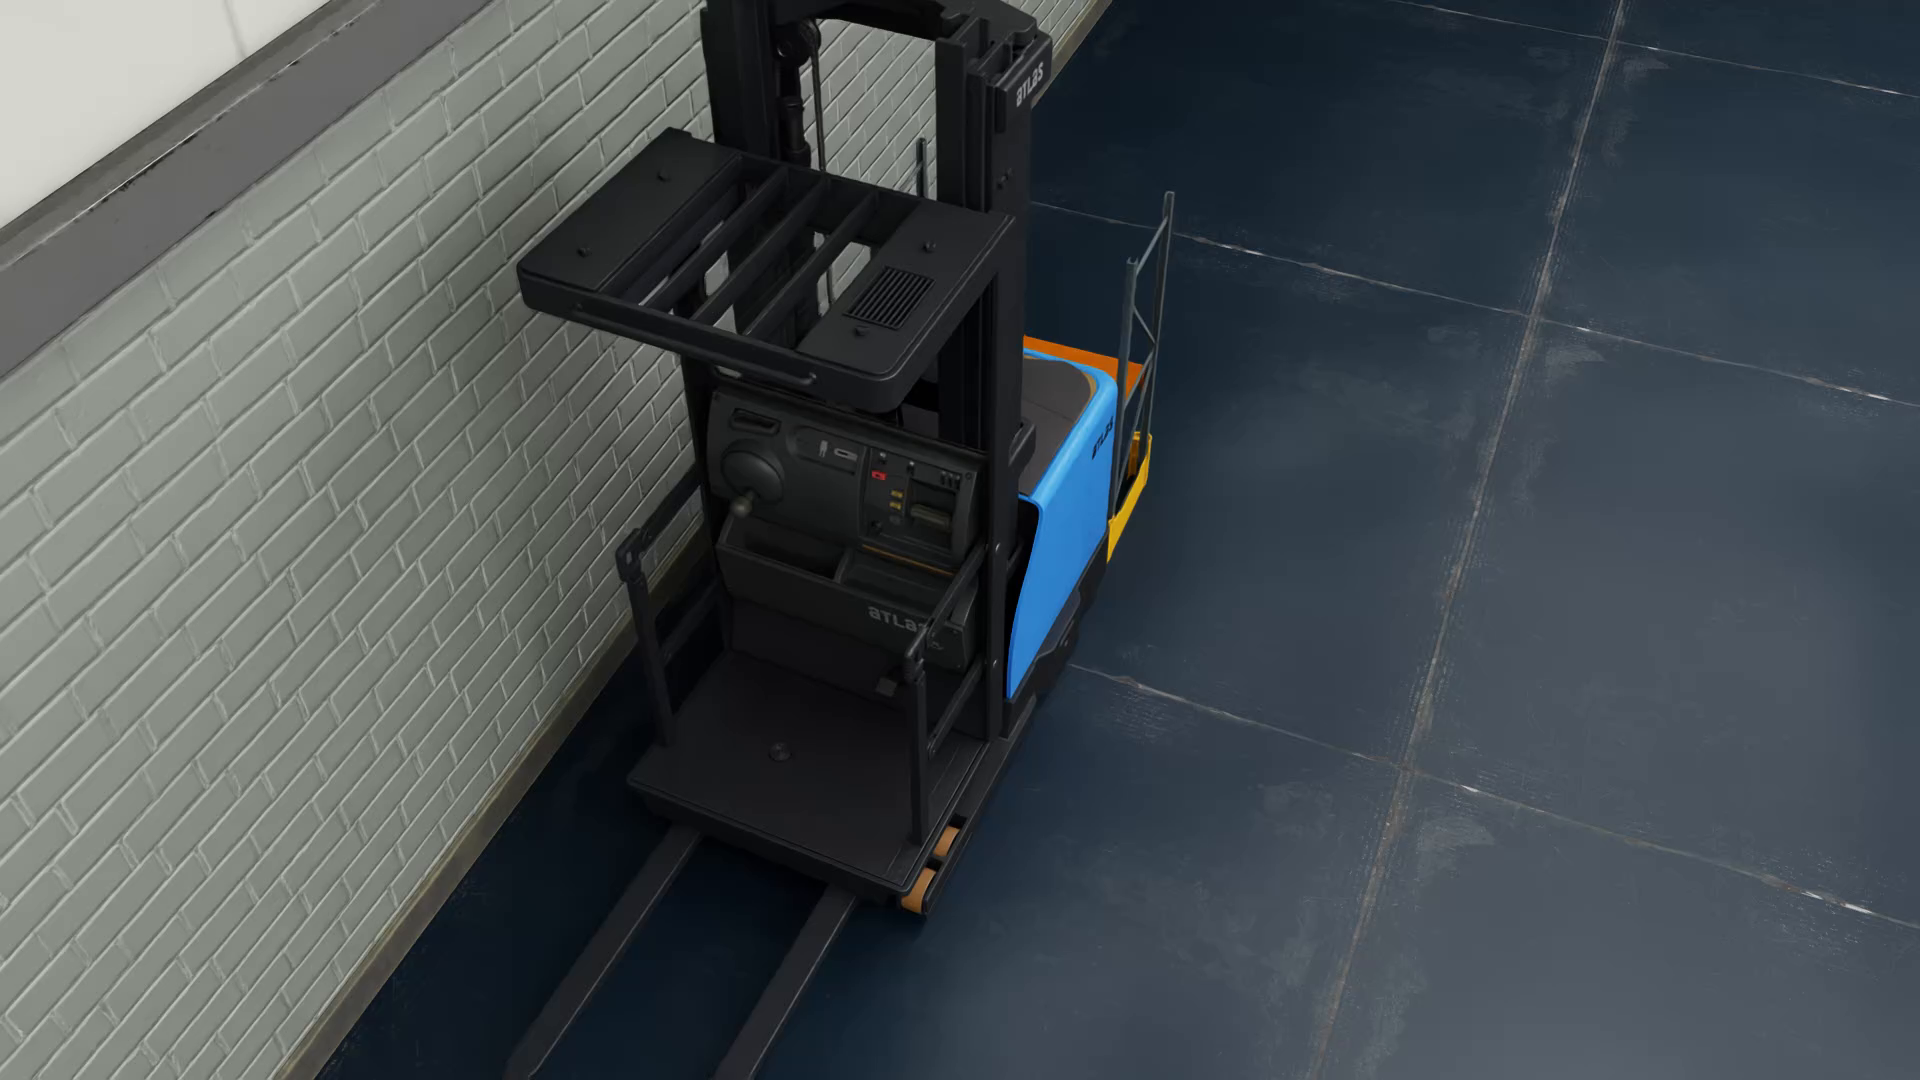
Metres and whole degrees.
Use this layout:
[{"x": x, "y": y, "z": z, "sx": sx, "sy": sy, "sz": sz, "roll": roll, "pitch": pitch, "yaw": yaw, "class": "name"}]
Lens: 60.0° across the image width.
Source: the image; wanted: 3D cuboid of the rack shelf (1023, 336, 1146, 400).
[{"x": 0.233, "y": -0.630, "z": 6.914, "sx": 1.000, "sy": 0.185, "sz": 0.538, "roll": 16, "pitch": 47, "yaw": 15, "class": "rack shelf"}]

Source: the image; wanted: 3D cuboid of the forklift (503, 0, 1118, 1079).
[{"x": -0.470, "y": -0.097, "z": 5.109, "sx": 1.130, "sy": 2.935, "sz": 3.031, "roll": 18, "pitch": 48, "yaw": 17, "class": "forklift"}]

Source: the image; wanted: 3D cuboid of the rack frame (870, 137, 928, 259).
[{"x": -0.238, "y": -0.892, "z": 6.922, "sx": 0.032, "sy": 1.500, "sz": 0.500, "roll": 16, "pitch": 47, "yaw": 15, "class": "rack frame"}]

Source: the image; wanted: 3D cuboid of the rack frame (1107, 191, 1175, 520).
[{"x": 0.704, "y": -0.622, "z": 6.651, "sx": 0.032, "sy": 1.500, "sz": 0.500, "roll": 16, "pitch": 47, "yaw": 15, "class": "rack frame"}]

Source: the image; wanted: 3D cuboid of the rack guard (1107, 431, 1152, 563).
[{"x": 0.686, "y": -0.184, "z": 7.097, "sx": 0.087, "sy": 0.250, "sz": 0.587, "roll": 16, "pitch": 47, "yaw": 15, "class": "rack guard"}]

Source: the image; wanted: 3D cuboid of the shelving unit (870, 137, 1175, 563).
[{"x": 0.225, "y": -0.760, "z": 6.789, "sx": 1.083, "sy": 1.500, "sz": 0.587, "roll": 16, "pitch": 47, "yaw": 15, "class": "shelving unit"}]
